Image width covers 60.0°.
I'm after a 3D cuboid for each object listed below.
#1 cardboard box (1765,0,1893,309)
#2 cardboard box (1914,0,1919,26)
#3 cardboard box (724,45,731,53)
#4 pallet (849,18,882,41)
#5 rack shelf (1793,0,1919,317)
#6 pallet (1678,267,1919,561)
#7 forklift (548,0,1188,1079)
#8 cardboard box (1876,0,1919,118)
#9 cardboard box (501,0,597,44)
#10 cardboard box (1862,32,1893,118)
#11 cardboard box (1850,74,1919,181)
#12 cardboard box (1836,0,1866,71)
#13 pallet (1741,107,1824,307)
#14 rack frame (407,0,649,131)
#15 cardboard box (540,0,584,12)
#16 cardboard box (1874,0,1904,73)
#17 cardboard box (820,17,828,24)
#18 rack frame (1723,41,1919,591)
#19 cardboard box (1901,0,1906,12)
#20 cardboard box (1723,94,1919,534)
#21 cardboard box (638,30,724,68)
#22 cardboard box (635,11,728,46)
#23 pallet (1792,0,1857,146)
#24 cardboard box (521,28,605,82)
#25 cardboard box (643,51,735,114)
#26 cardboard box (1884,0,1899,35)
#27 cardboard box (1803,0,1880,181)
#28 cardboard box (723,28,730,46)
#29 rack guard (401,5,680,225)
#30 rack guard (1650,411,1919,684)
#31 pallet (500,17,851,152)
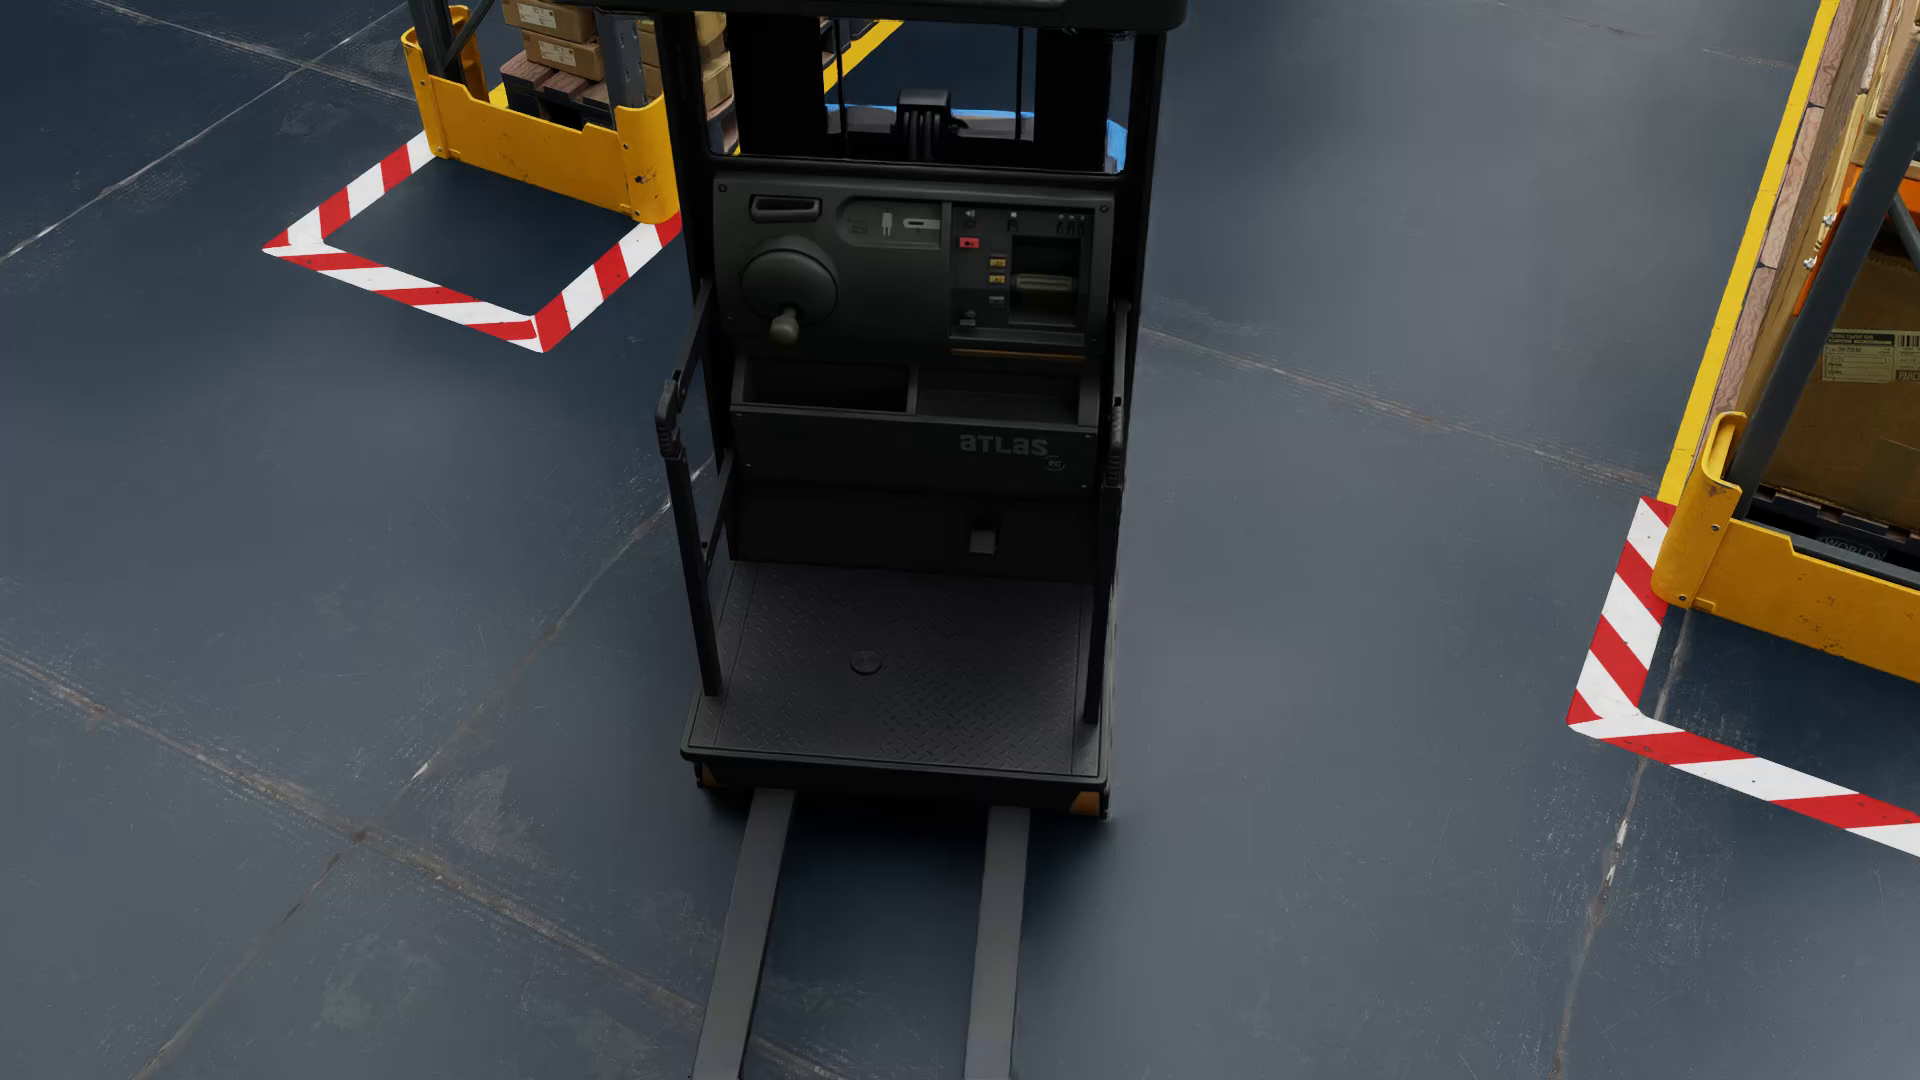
[{"bbox_3d":[3.355,-1.218,5.544,0.875,0.875,0.875,20,49,19],"label":"cardboard box"},{"bbox_3d":[2.699,-1.524,4.016,0.500,0.500,0.500,21,49,20],"label":"cardboard box"},{"bbox_3d":[-1.065,-2.078,6.904,0.380,0.149,0.250,20,49,19],"label":"cardboard box"},{"bbox_3d":[-0.629,-2.849,7.918,1.003,0.211,1.213,20,49,19],"label":"pallet"},{"bbox_3d":[3.634,-1.822,5.447,1.077,0.370,4.000,20,49,19],"label":"rack shelf"},{"bbox_3d":[3.008,-0.364,5.461,1.003,0.211,1.213,20,49,19],"label":"pallet"},{"bbox_3d":[-0.130,-0.543,3.726,1.130,2.935,3.031,4,45,4],"label":"forklift"},{"bbox_3d":[2.696,-1.259,4.282,0.500,0.250,0.500,20,49,18],"label":"cardboard box"},{"bbox_3d":[-1.648,-2.193,6.808,0.380,0.149,0.250,19,48,18],"label":"cardboard box"},{"bbox_3d":[2.699,-1.224,4.527,0.380,0.149,0.250,21,49,19],"label":"cardboard box"},{"bbox_3d":[2.580,-1.059,4.365,0.380,0.149,0.250,21,49,20],"label":"cardboard box"},{"bbox_3d":[4.186,-2.346,6.658,0.875,0.875,0.875,20,49,19],"label":"cardboard box"},{"bbox_3d":[3.575,-1.130,6.218,1.003,0.211,1.213,20,49,19],"label":"pallet"},{"bbox_3d":[-1.640,-2.516,5.628,1.000,3.000,0.127,20,49,19],"label":"rack frame"},{"bbox_3d":[-1.619,-2.288,6.693,0.380,0.149,0.250,21,49,19],"label":"cardboard box"},{"bbox_3d":[2.817,-1.382,4.684,0.380,0.149,0.250,21,49,19],"label":"cardboard box"},{"bbox_3d":[-0.740,-2.361,7.184,0.380,0.149,0.250,21,49,20],"label":"cardboard box"},{"bbox_3d":[2.706,-0.815,3.946,1.000,3.000,0.127,20,49,19],"label":"rack frame"},{"bbox_3d":[2.932,-1.579,4.598,0.500,0.250,0.500,20,49,18],"label":"cardboard box"},{"bbox_3d":[2.932,-0.645,4.977,0.875,0.875,0.875,20,49,19],"label":"cardboard box"},{"bbox_3d":[-1.170,-2.011,6.629,0.380,0.149,0.250,22,49,21],"label":"cardboard box"},{"bbox_3d":[-1.096,-2.088,6.496,0.380,0.149,0.250,18,48,17],"label":"cardboard box"},{"bbox_3d":[4.140,-1.901,6.981,1.003,0.211,1.213,20,49,19],"label":"pallet"},{"bbox_3d":[-1.581,-2.062,6.888,0.380,0.149,0.250,21,49,20],"label":"cardboard box"},{"bbox_3d":[-1.114,-1.886,6.714,0.380,0.149,0.250,21,49,20],"label":"cardboard box"},{"bbox_3d":[2.934,-1.539,4.839,0.380,0.149,0.250,21,49,20],"label":"cardboard box"},{"bbox_3d":[3.768,-1.779,6.098,0.875,0.875,0.875,20,49,19],"label":"cardboard box"},{"bbox_3d":[-0.993,-2.165,6.781,0.380,0.149,0.250,20,49,19],"label":"cardboard box"},{"bbox_3d":[-1.605,-1.685,6.564,1.175,0.500,0.348,20,49,19],"label":"rack guard"},{"bbox_3d":[2.695,0.079,4.820,1.175,0.500,0.348,20,49,19],"label":"rack guard"},{"bbox_3d":[-1.197,-2.084,7.161,1.003,0.211,1.213,20,49,19],"label":"pallet"}]
